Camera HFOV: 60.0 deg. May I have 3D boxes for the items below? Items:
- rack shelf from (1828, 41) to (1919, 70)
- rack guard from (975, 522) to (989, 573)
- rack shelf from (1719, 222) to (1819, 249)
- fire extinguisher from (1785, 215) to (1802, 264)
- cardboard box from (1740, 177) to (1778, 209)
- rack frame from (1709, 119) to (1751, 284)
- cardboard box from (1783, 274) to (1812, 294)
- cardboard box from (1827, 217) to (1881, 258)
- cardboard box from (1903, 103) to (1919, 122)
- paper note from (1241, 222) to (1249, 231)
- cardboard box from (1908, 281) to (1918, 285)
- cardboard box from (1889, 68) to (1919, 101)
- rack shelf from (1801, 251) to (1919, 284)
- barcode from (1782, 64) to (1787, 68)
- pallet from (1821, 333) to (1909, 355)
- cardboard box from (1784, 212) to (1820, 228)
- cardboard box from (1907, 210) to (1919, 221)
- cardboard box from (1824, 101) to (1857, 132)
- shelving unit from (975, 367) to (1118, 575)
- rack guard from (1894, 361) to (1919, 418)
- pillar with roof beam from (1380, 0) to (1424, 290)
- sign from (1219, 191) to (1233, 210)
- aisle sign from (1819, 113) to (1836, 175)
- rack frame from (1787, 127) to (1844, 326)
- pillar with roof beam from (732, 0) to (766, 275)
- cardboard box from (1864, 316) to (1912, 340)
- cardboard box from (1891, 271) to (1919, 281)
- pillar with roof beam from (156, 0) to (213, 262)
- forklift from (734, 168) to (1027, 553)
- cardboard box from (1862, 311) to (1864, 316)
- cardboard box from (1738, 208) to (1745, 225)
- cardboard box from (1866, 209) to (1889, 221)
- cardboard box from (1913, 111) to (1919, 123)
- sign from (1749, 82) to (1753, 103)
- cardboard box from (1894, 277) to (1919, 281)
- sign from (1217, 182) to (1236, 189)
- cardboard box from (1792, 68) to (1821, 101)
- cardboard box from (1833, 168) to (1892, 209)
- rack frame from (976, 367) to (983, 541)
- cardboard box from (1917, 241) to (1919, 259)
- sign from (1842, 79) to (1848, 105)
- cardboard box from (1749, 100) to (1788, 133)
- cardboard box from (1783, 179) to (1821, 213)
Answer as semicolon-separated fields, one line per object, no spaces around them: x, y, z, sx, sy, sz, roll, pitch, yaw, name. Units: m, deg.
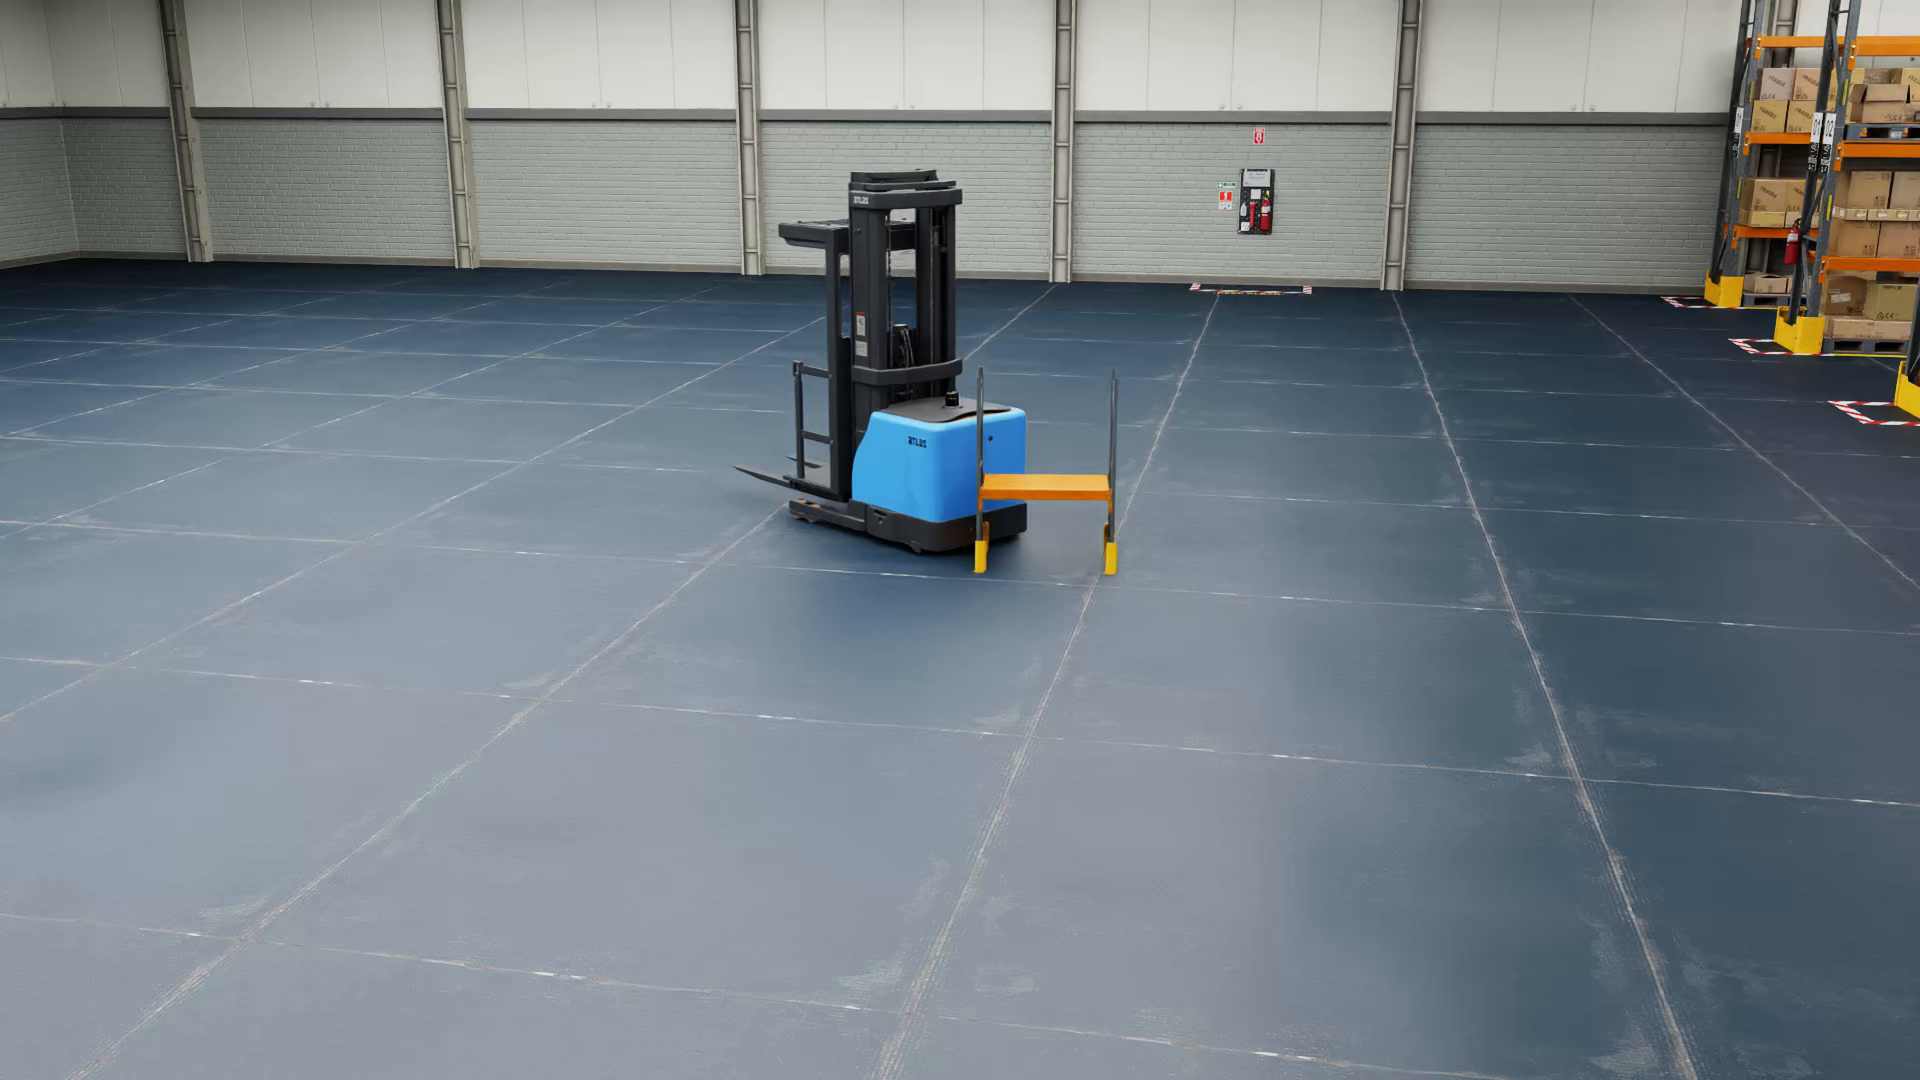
13.762;-6.401;21.970;4.000;0.370;1.077;3;16;11;rack shelf
0.172;0.054;12.959;0.087;0.250;0.587;1;16;3;rack guard
14.745;-4.999;27.397;4.000;0.370;1.077;3;16;11;rack shelf
11.779;-4.247;23.477;0.183;0.674;0.296;3;16;11;fire extinguisher
13.290;-5.781;27.712;0.500;0.500;0.500;3;16;10;cardboard box
12.785;-5.452;27.685;0.127;3.000;1.000;3;16;11;rack frame
14.004;-4.278;27.657;0.500;0.311;0.500;4;16;16;cardboard box
12.257;-4.176;22.891;0.500;0.500;0.700;3;16;11;cardboard box
12.983;-5.807;22.578;0.500;0.250;0.500;3;16;11;cardboard box
5.190;-5.705;30.247;0.142;0.148;0.016;3;16;11;paper note
13.266;-3.259;22.725;0.500;0.500;0.500;3;16;11;cardboard box
15.107;-7.232;26.392;0.500;0.500;0.500;3;16;9;cardboard box
13.762;-3.703;22.718;4.000;0.370;1.077;3;16;11;rack shelf
13.581;-7.810;27.393;0.075;0.075;0.001;3;16;11;barcode
12.560;-2.783;23.271;1.213;0.211;1.003;3;16;11;pallet
13.712;-5.257;27.222;0.500;0.250;0.500;3;16;9;cardboard box
12.894;-4.399;22.479;0.250;0.149;0.380;3;16;10;cardboard box
14.092;-6.808;26.735;0.500;0.500;0.500;4;16;14;cardboard box
0.669;-0.542;12.768;1.083;1.500;0.587;1;16;3;shelving unit
10.895;-1.664;18.692;0.348;0.500;1.175;3;16;11;rack guard
6.906;-7.725;24.653;0.400;9.000;9.100;3;16;11;pillar with roof beam
4.829;-6.175;30.229;0.234;0.329;0.001;3;16;11;sign
11.676;-5.332;22.382;0.004;0.787;0.394;3;16;11;aisle sign
11.802;-4.156;23.006;0.127;3.000;1.000;3;16;11;rack frame
-4.853;-8.364;26.957;0.400;9.000;9.100;3;16;11;pillar with roof beam
12.774;-2.921;22.911;0.500;0.250;0.500;3;16;11;cardboard box
15.680;-4.291;27.353;0.500;0.500;0.500;2;16;7;cardboard box
-16.612;-9.002;29.262;0.400;9.000;9.100;3;16;11;pillar with roof beam
-0.812;-1.632;14.023;1.130;2.935;3.031;-14;20;-40;forklift
12.879;-3.059;23.408;0.500;0.250;0.500;3;16;11;cardboard box
13.282;-5.415;27.795;0.500;0.250;0.500;3;16;12;cardboard box
12.403;-4.426;22.579;0.250;0.149;0.380;3;16;10;cardboard box
12.920;-5.642;22.172;0.250;0.149;0.380;3;16;11;cardboard box
12.677;-7.177;26.655;0.005;0.325;0.100;3;16;11;sign
13.370;-3.395;23.216;0.500;0.500;0.500;3;16;11;cardboard box
4.831;-6.428;30.149;0.331;0.109;0.001;3;16;11;sign
13.596;-7.313;26.687;0.500;0.500;0.500;3;16;10;cardboard box
12.309;-4.798;22.707;0.500;0.500;0.700;3;16;11;cardboard box
0.152;-0.549;12.793;0.032;1.500;0.500;1;16;3;rack frame
13.258;-4.121;22.694;0.500;0.500;0.700;3;16;11;cardboard box
11.685;-5.916;21.955;0.005;0.325;0.100;3;16;11;sign
13.063;-6.872;26.968;0.500;0.500;0.500;4;16;13;cardboard box
13.676;-5.618;27.122;0.500;0.500;0.500;3;16;11;cardboard box
